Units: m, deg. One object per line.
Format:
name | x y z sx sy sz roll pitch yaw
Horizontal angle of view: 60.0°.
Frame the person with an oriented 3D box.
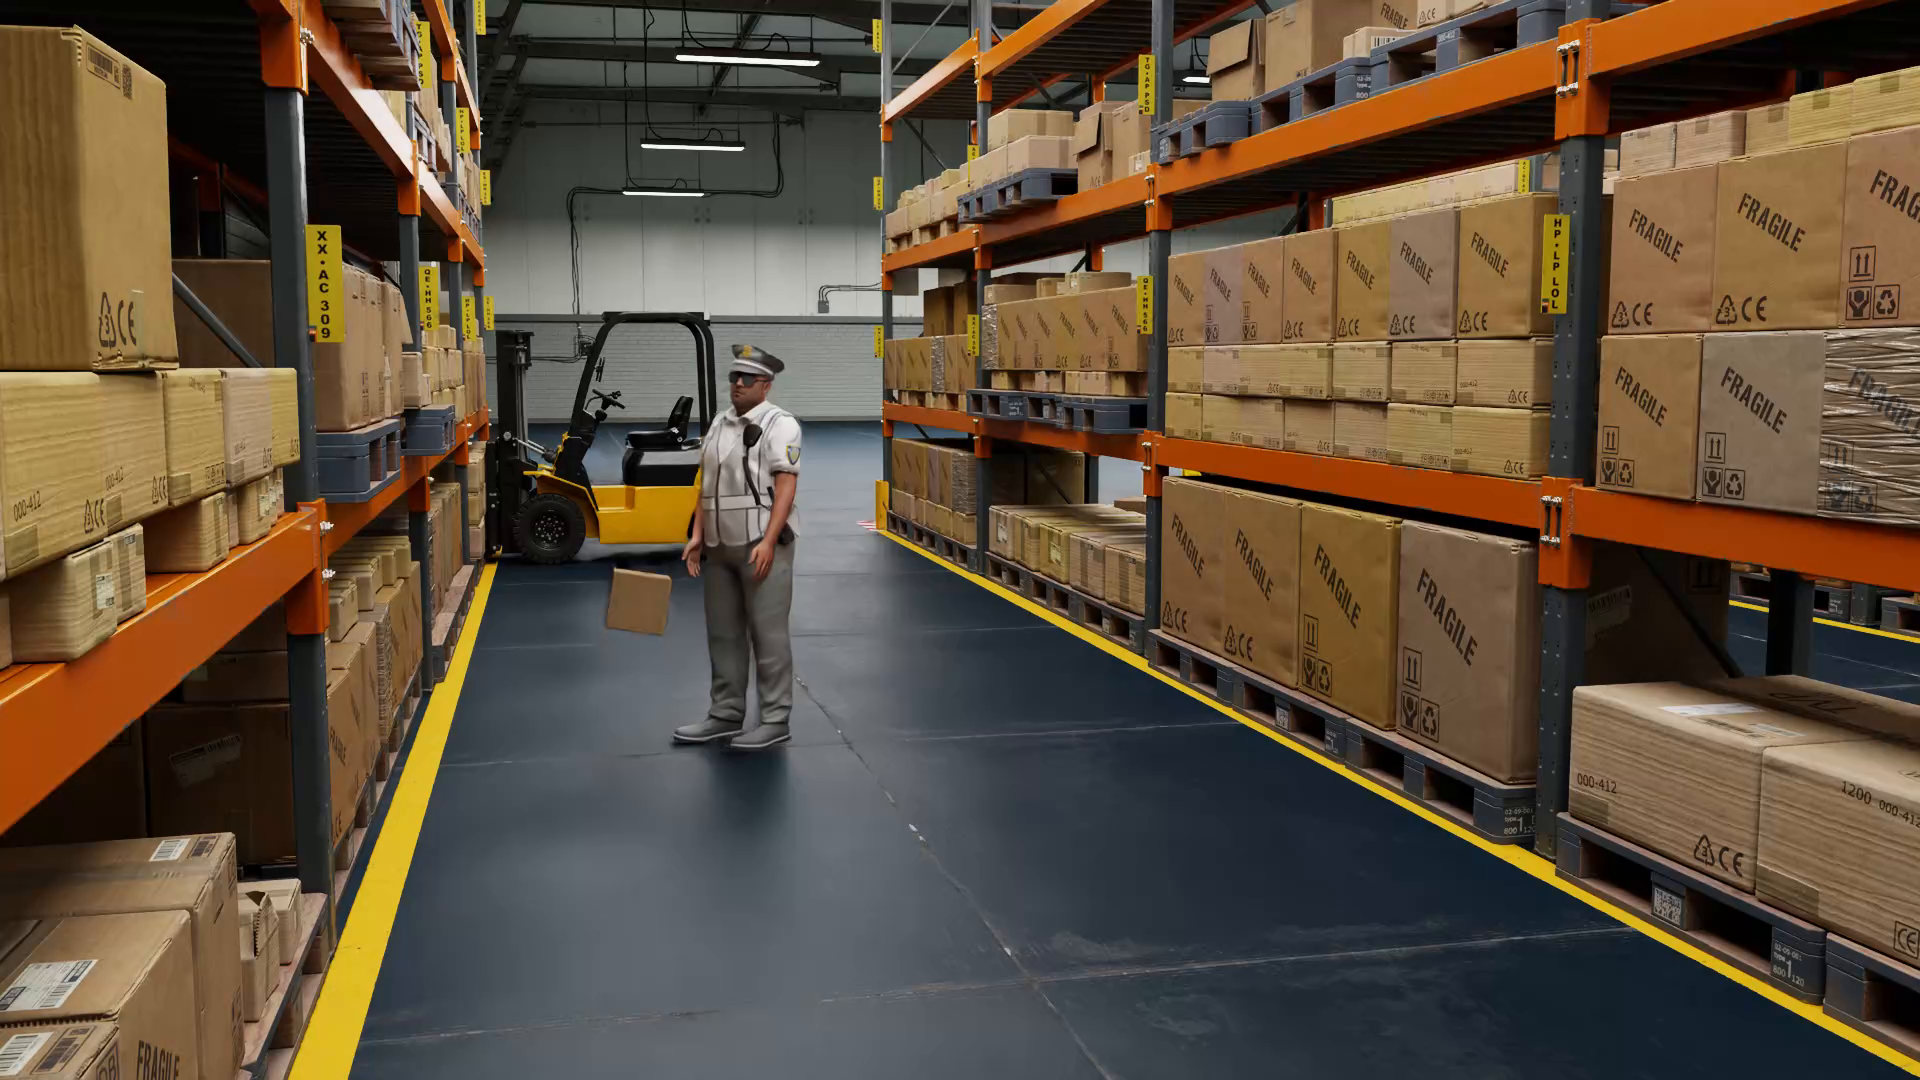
person | -0.969 0.027 7.391 0.596 1.786 0.427 5 8 38
